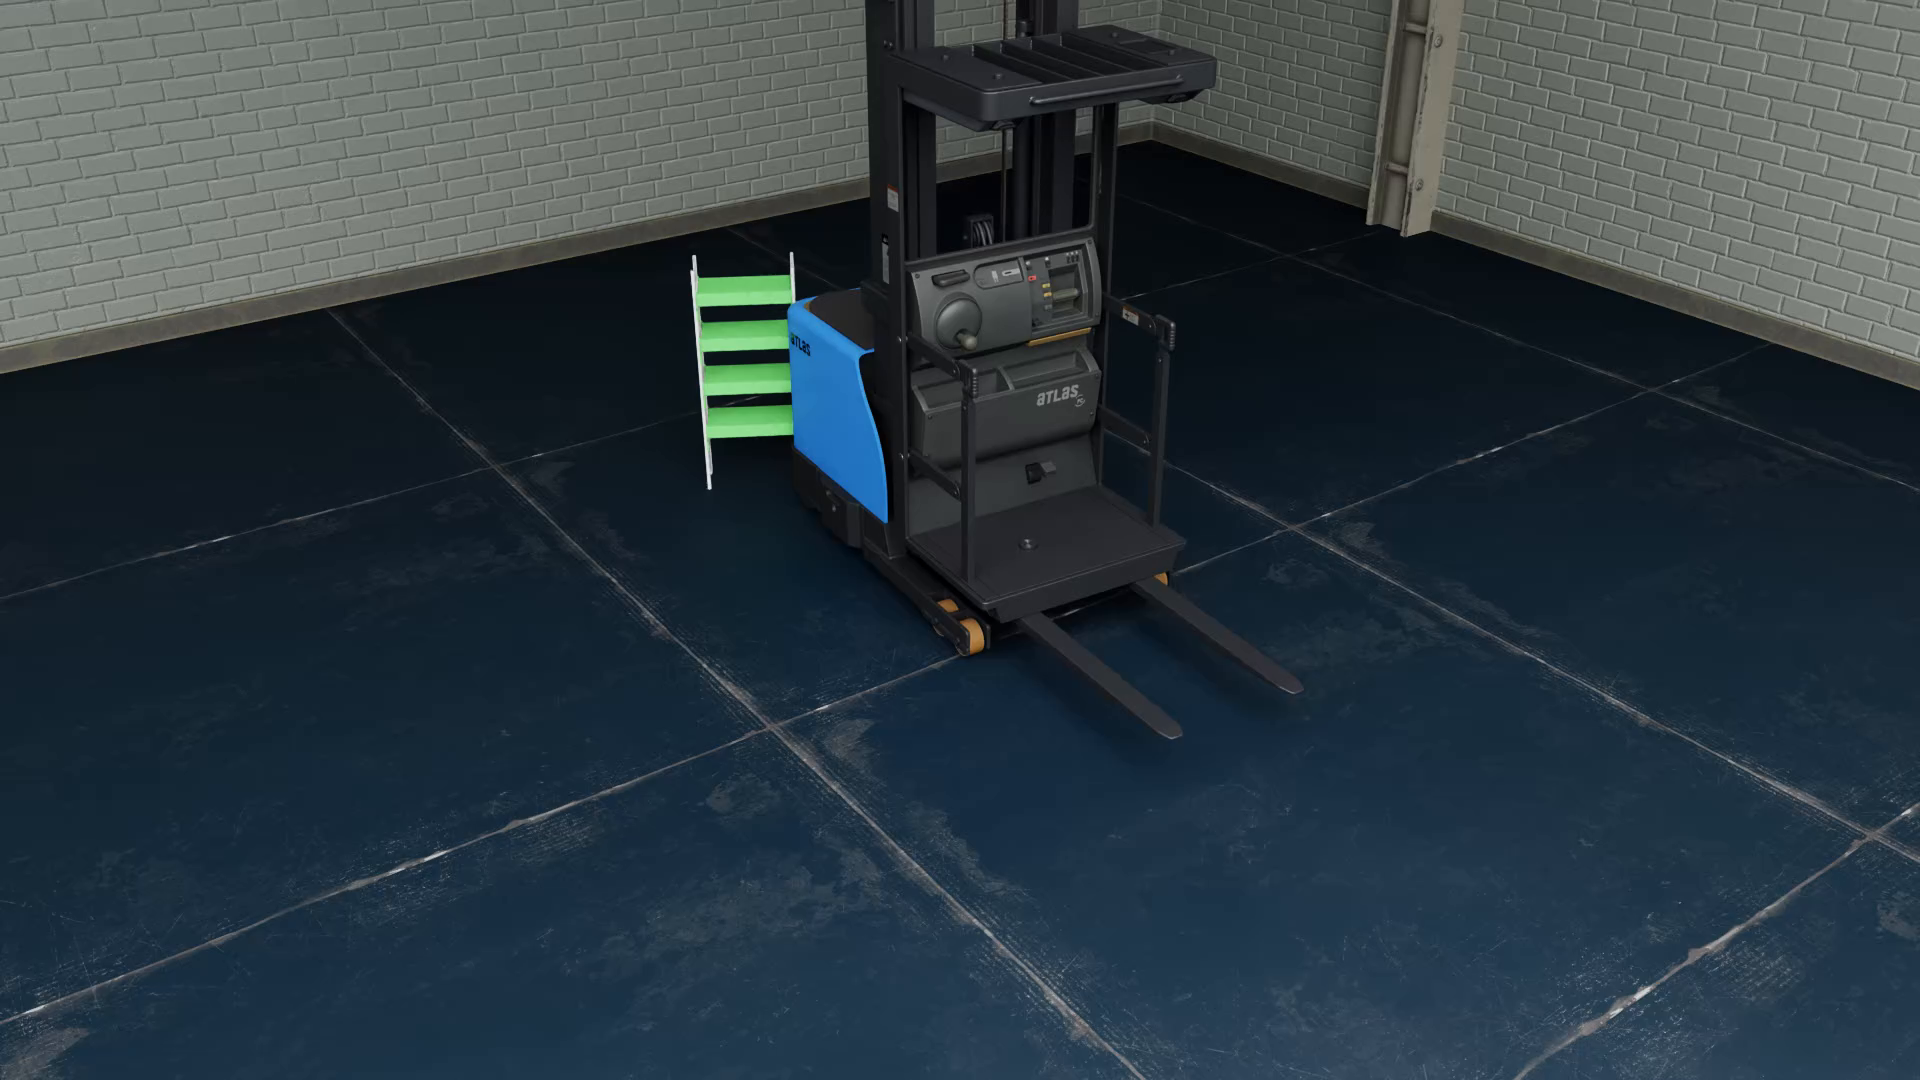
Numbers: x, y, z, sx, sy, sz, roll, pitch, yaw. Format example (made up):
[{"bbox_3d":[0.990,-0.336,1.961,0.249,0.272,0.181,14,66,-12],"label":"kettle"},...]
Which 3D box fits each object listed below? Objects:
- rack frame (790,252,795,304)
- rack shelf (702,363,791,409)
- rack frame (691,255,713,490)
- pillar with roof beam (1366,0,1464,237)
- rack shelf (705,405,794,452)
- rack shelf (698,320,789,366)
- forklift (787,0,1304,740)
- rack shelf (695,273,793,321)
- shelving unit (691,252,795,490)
[{"bbox_3d":[-0.841,-0.872,8.599,0.015,1.200,0.240,-3,29,-5],"label":"rack frame"},{"bbox_3d":[-1.084,-0.805,8.608,0.480,0.148,0.258,-3,29,-5],"label":"rack shelf"},{"bbox_3d":[-1.327,-0.849,8.556,0.015,1.200,0.240,-3,29,-5],"label":"rack frame"},{"bbox_3d":[-0.173,-5.146,8.296,9.100,9.000,0.400,-19,34,-31],"label":"pillar with roof beam"},{"bbox_3d":[-1.084,-0.594,8.723,0.480,0.148,0.258,-3,29,-5],"label":"rack shelf"},{"bbox_3d":[-1.084,-1.015,8.494,0.480,0.148,0.258,-3,29,-5],"label":"rack shelf"},{"bbox_3d":[0.322,-1.030,7.075,1.130,2.935,3.031,-16,32,-27],"label":"forklift"},{"bbox_3d":[-1.084,-1.226,8.379,0.480,0.148,0.258,-3,29,-5],"label":"rack shelf"},{"bbox_3d":[-1.084,-0.861,8.578,0.503,1.200,0.258,-3,29,-5],"label":"shelving unit"}]
